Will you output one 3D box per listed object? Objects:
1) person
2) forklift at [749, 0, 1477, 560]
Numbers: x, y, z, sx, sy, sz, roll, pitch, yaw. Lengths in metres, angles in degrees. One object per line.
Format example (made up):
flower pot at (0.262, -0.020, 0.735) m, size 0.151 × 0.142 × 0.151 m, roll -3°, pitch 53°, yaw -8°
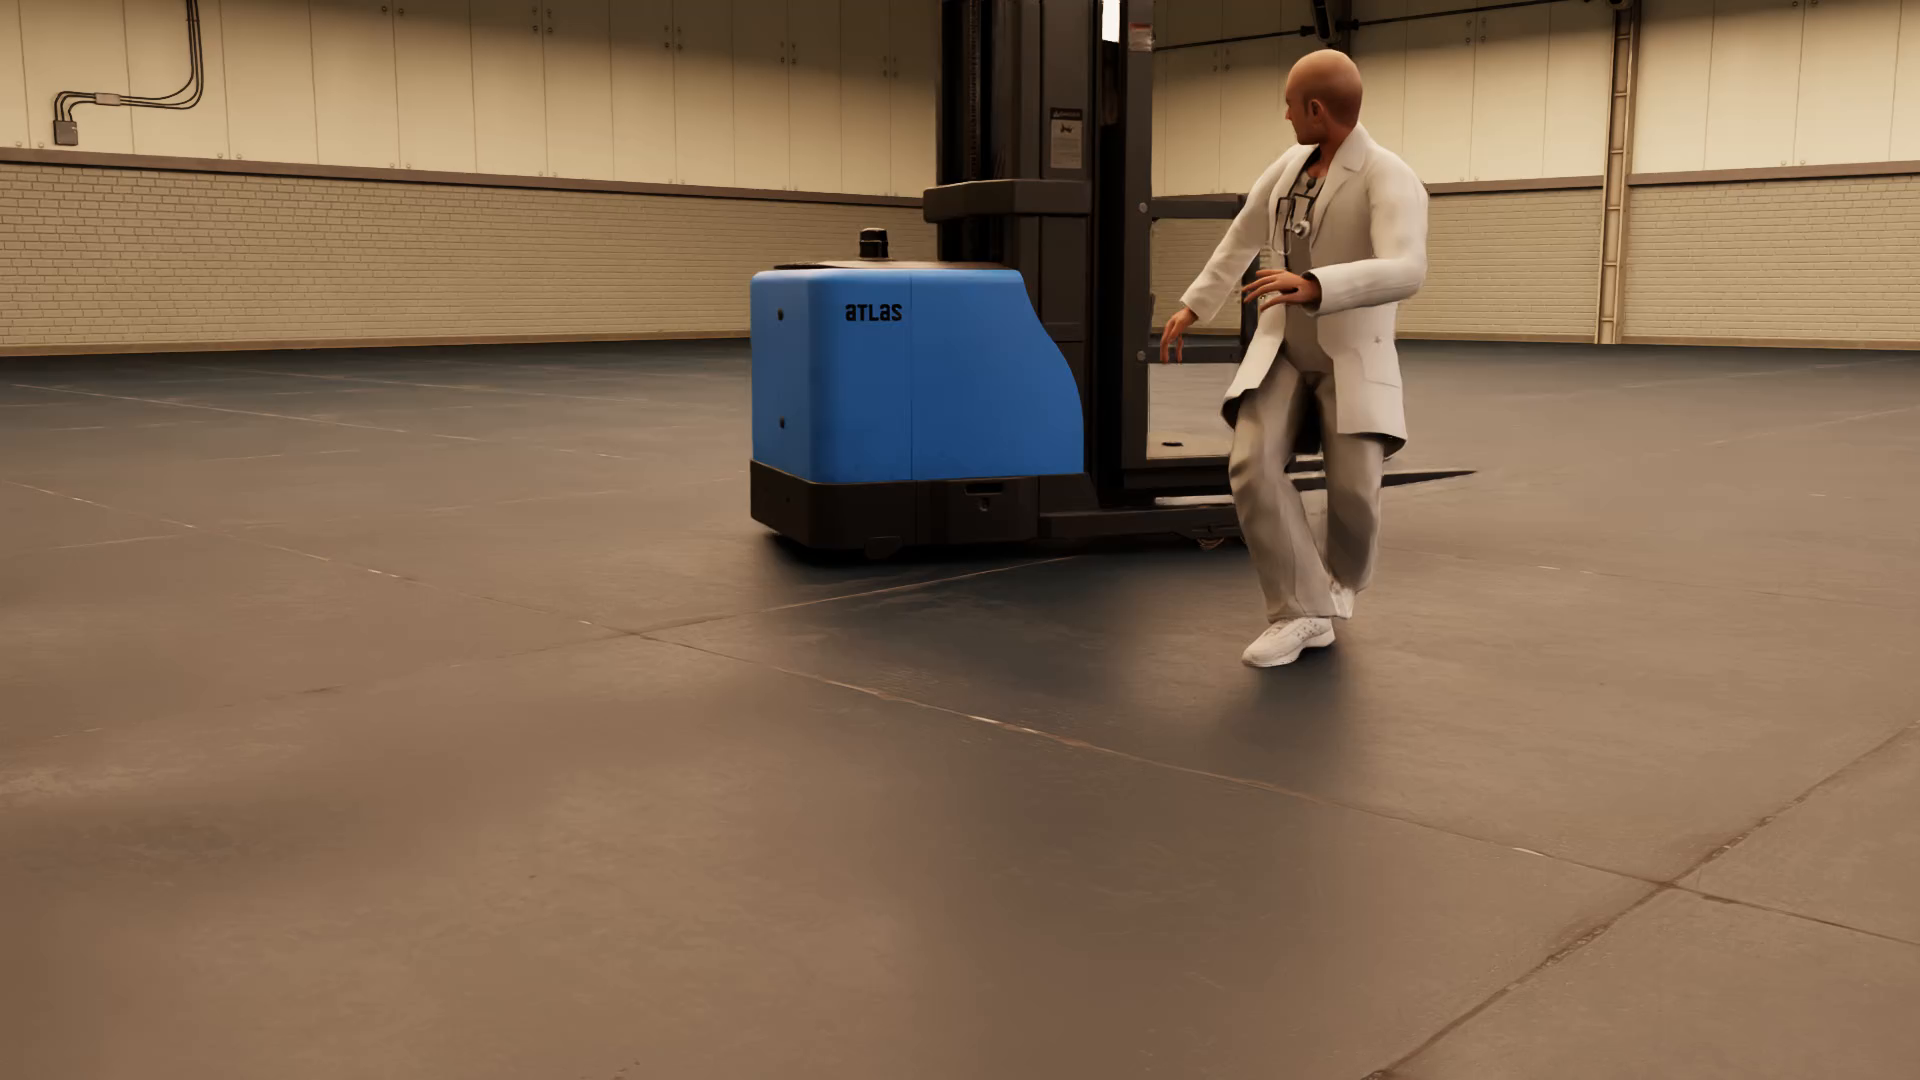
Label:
person at (0.894, -0.509, 4.653) m, size 0.926 × 1.641 × 0.911 m, roll 7°, pitch 11°, yaw 40°
forklift at (0.707, -1.491, 6.776) m, size 3.031 × 2.935 × 1.130 m, roll -3°, pitch 9°, yaw -21°
